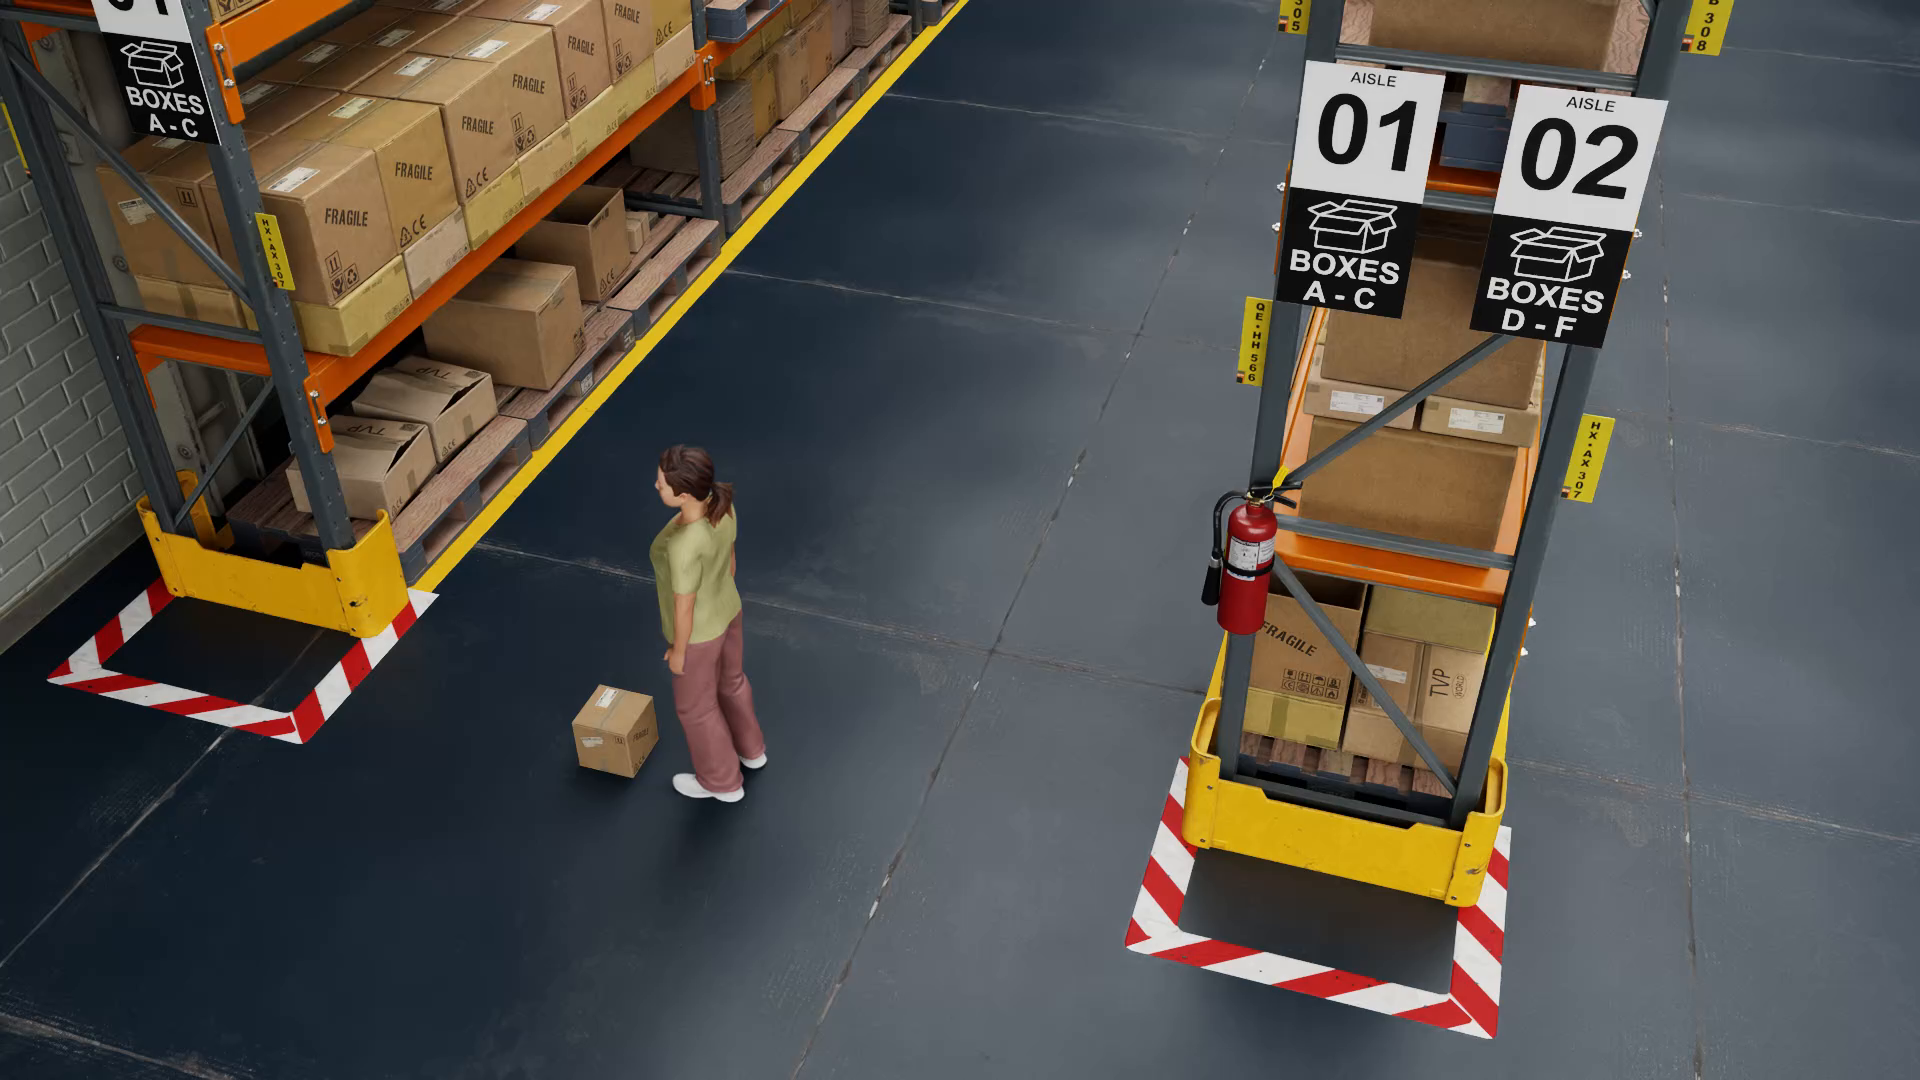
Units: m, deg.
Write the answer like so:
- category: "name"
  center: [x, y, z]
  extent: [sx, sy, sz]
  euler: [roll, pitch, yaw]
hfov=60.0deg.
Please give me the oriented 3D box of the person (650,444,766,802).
- category: "person"
  center: [-0.992, 0.341, 6.453]
  extent: [0.359, 1.679, 0.446]
  euler: [12, 39, 15]
